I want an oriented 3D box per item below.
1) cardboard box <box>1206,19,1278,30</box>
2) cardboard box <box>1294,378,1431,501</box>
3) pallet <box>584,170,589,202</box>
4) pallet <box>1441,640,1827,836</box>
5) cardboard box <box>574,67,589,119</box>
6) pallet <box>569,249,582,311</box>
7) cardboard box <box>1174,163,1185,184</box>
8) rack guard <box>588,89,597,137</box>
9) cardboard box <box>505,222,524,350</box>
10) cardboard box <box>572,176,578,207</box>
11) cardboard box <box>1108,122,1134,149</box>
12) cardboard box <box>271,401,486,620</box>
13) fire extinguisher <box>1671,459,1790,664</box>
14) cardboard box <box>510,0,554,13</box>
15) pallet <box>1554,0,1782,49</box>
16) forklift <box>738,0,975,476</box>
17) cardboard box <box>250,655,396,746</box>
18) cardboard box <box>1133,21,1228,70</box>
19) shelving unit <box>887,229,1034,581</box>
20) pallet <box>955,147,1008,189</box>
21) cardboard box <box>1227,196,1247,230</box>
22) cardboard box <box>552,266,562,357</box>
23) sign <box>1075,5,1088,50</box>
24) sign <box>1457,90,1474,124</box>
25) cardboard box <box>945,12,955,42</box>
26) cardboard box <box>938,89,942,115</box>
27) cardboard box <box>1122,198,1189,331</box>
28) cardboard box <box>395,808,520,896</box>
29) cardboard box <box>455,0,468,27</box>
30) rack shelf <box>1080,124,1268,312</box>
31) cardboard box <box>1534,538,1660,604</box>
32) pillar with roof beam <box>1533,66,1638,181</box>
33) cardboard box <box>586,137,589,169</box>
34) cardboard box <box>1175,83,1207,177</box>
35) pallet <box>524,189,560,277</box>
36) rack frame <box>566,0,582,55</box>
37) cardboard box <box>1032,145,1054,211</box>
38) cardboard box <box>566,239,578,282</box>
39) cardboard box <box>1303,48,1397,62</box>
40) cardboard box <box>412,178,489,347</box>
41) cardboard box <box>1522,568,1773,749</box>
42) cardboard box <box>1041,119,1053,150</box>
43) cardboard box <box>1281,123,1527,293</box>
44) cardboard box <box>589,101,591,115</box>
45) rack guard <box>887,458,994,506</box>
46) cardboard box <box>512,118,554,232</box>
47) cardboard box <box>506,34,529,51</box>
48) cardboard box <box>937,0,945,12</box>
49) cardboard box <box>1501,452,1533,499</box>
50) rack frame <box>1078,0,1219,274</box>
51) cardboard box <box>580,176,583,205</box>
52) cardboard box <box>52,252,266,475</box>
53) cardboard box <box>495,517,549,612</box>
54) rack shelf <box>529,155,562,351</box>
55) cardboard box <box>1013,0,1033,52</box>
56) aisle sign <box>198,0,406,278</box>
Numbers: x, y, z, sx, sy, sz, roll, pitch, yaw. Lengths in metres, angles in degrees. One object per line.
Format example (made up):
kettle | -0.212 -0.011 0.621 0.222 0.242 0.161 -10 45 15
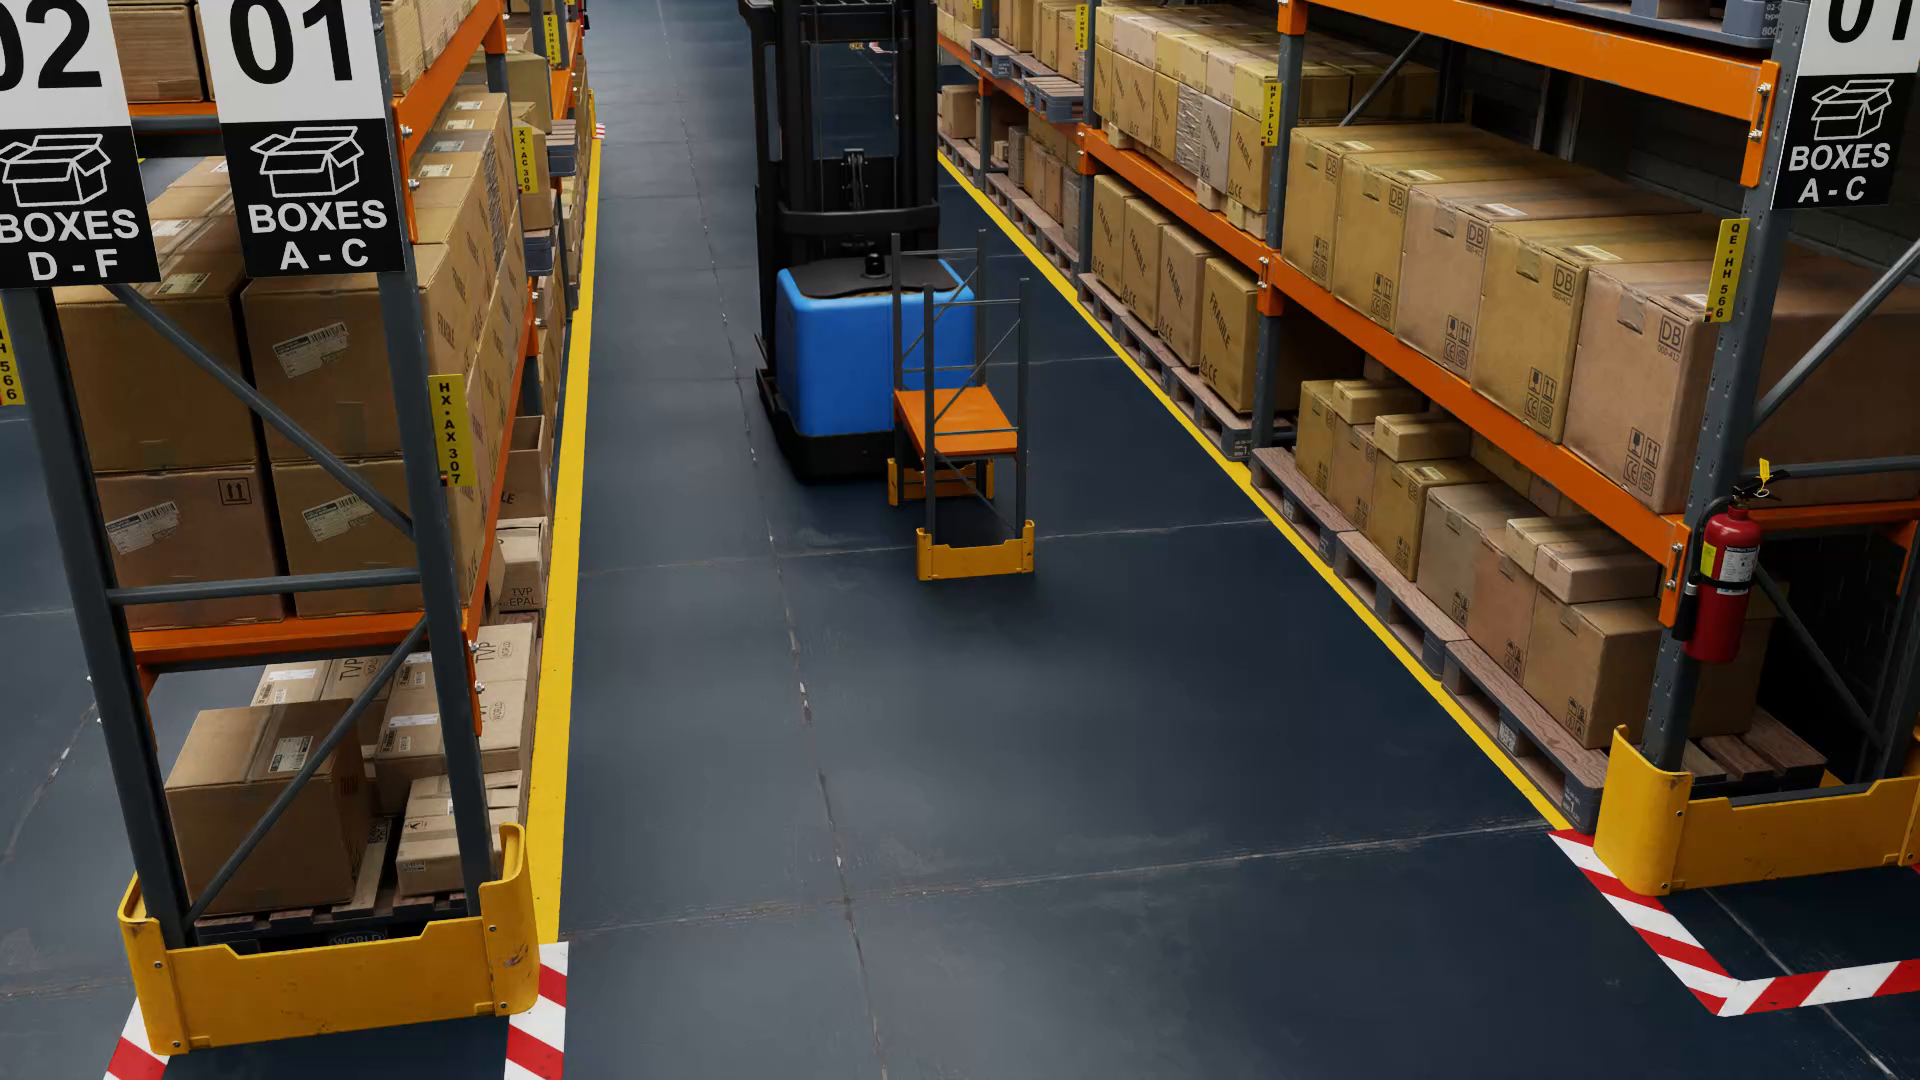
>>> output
cardboard box | 1.967 -3.348 11.211 0.500 0.250 0.500 -5 24 -11
cardboard box | 2.221 -0.551 8.861 0.700 0.500 0.500 -4 24 -9
pallet | -4.269 -3.622 16.779 1.003 0.211 1.213 -4 24 -10
pallet | 2.699 0.737 6.798 1.003 0.211 1.213 -4 24 -10
cardboard box | -4.312 -4.852 18.086 0.500 0.500 0.500 -4 24 -10
pallet | -3.537 -2.059 13.202 1.003 0.211 1.213 -4 24 -10
cardboard box | 1.614 -2.420 10.831 0.380 0.149 0.250 -4 24 -8
rack guard | -4.907 -5.021 19.622 1.175 0.500 0.348 -4 24 -10
cardboard box | -2.242 -1.103 7.402 0.500 0.500 0.500 -4 24 -8
cardboard box | -3.525 -3.037 14.165 0.500 0.311 0.500 -5 24 -10
cardboard box | 1.282 -2.916 11.967 0.380 0.149 0.250 -4 24 -8
cardboard box | -1.767 -0.104 5.115 0.500 0.500 0.500 -4 24 -9
fire extinguisher | 2.498 0.068 5.410 0.296 0.674 0.183 -4 24 -10
cardboard box | -4.022 -5.047 15.623 0.380 0.149 0.250 -4 24 -10
pallet | 2.776 -1.857 5.617 1.003 0.211 1.213 -4 24 -10
forklift | -0.729 -2.266 10.276 1.130 2.935 3.031 -5 24 -12
cardboard box | -2.433 0.623 6.462 0.500 0.250 0.500 -4 24 -10
cardboard box | 1.471 -3.308 11.119 0.500 0.250 0.500 -4 24 -9
shelving unit | -0.014 -0.717 8.518 0.587 1.500 1.083 -4 24 -10
pallet | 0.546 -3.936 17.498 1.003 0.211 1.213 -4 24 -10
cardboard box | 1.773 -1.909 9.662 0.380 0.149 0.250 -4 24 -9
cardboard box | -2.924 -1.513 11.039 0.500 0.500 0.500 -5 24 -12
sign | 0.913 -3.829 12.422 0.100 0.325 0.005 -4 24 -10
sign | 2.729 -2.280 9.042 0.100 0.325 0.005 -4 24 -10
cardboard box | 0.127 -5.450 17.642 0.500 0.250 0.500 -4 24 -10
cardboard box | 0.004 -5.216 19.755 0.500 0.311 0.500 -7 25 -16
cardboard box | 1.607 -1.942 11.610 0.750 0.750 0.750 -4 24 -10
cardboard box | -1.684 1.051 5.609 0.380 0.149 0.250 -4 24 -10
cardboard box | -2.062 -1.981 5.978 0.500 0.250 0.500 -4 24 -10
rack shelf | 1.814 -2.262 11.081 1.077 0.370 4.000 -4 24 -10
cardboard box | 2.493 0.119 6.518 0.380 0.149 0.250 -5 24 -10
pillar with roof beam | -1.067 -4.025 6.722 9.100 9.000 0.400 -4 24 -10
cardboard box | -4.038 -3.918 16.884 0.500 0.250 0.500 -4 24 -10
cardboard box | 1.662 -2.558 10.337 0.500 0.500 0.500 -4 24 -10
pallet | -2.724 -1.672 9.070 1.003 0.211 1.213 -4 24 -10
rack frame | -4.903 -6.157 19.100 1.000 3.000 0.127 -4 24 -10
cardboard box | 1.057 -3.317 15.170 0.700 0.500 0.500 -4 24 -9
cardboard box | -3.232 -2.171 12.883 0.500 0.250 0.500 -4 24 -10
cardboard box | 2.252 -2.746 9.831 0.500 0.250 0.500 -4 24 -9
cardboard box | -1.959 -0.964 5.836 0.500 0.500 0.500 -4 24 -9
cardboard box | 2.696 0.453 6.563 0.700 0.500 0.500 -4 24 -10
cardboard box | 1.042 -3.686 15.079 0.500 0.250 0.500 -5 24 -11
cardboard box | 2.268 -1.728 8.585 0.980 0.700 0.700 -4 24 -9
cardboard box | -4.513 -4.901 19.134 0.500 0.250 0.500 -4 24 -10
rack guard | -0.106 -0.340 9.217 0.587 0.250 0.087 -4 24 -10
cardboard box | -2.551 -1.878 8.654 0.700 0.500 0.500 -13 27 -27
cardboard box | -3.847 -3.922 13.858 0.500 0.500 0.500 -4 24 -10
cardboard box | 0.036 -5.998 17.962 0.500 0.500 0.500 -4 24 -8
cardboard box | 2.679 -0.308 7.496 0.380 0.149 0.250 -4 24 -9
rack frame | 1.444 -3.379 12.738 1.000 3.000 0.127 -4 24 -10
cardboard box | -3.710 -3.176 15.184 0.500 0.250 0.500 -5 24 -11
cardboard box | -2.297 -0.523 4.825 0.500 0.500 0.500 -5 24 -10
cardboard box | -2.161 0.091 7.603 0.500 0.311 0.500 -4 24 -10
rack shelf | -3.053 -1.894 10.238 1.077 0.370 4.000 -4 24 -10
cardboard box | 0.861 -4.776 15.264 0.700 0.500 0.500 -2 24 -4
aisle sign | -1.643 -1.050 4.159 0.394 0.787 0.004 -4 24 -10
